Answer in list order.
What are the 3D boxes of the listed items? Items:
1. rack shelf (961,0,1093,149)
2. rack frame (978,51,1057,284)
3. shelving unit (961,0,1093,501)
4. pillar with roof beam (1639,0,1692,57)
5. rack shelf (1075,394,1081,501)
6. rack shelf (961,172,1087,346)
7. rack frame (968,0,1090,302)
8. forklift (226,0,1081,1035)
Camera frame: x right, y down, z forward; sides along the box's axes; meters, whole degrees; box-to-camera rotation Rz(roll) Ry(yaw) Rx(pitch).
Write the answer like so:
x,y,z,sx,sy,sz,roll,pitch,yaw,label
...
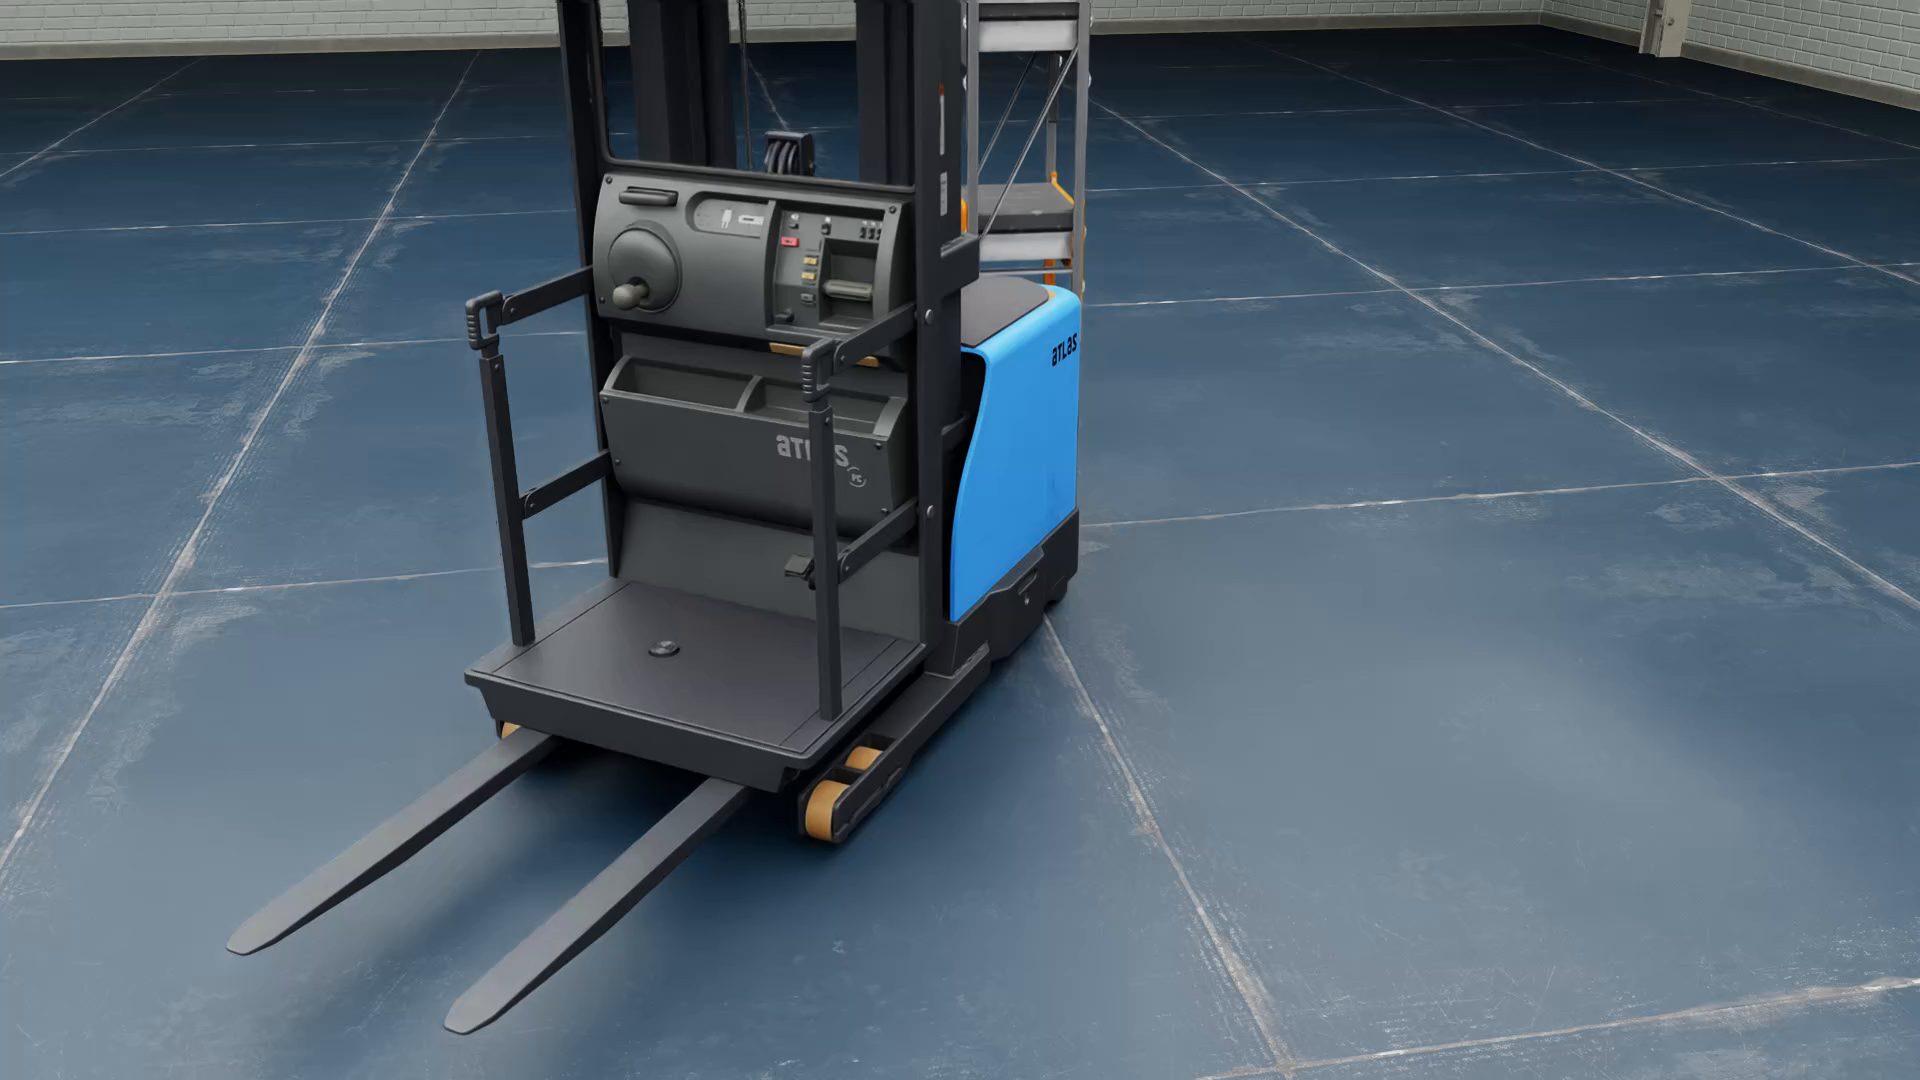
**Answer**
x,y,z,sx,sy,sz,roll,pitch,yaw,label
0.188,-1.649,5.688,0.431,0.518,0.480,-3,24,-8,rack shelf
0.152,-1.117,6.184,0.400,2.100,0.015,-3,24,-8,rack frame
0.188,-1.020,5.962,0.431,2.100,0.503,-3,24,-8,shelving unit
3.710,-9.310,16.323,9.100,9.000,0.400,-4,24,-10,pillar with roof beam
0.188,-0.366,6.248,0.431,0.518,0.480,-3,24,-8,rack shelf
0.188,-1.008,5.968,0.431,0.518,0.480,-3,24,-8,rack shelf
0.224,-0.924,5.741,0.400,2.100,0.015,-3,24,-8,rack frame
-0.670,-0.737,4.276,1.130,2.935,3.031,11,26,23,forklift
